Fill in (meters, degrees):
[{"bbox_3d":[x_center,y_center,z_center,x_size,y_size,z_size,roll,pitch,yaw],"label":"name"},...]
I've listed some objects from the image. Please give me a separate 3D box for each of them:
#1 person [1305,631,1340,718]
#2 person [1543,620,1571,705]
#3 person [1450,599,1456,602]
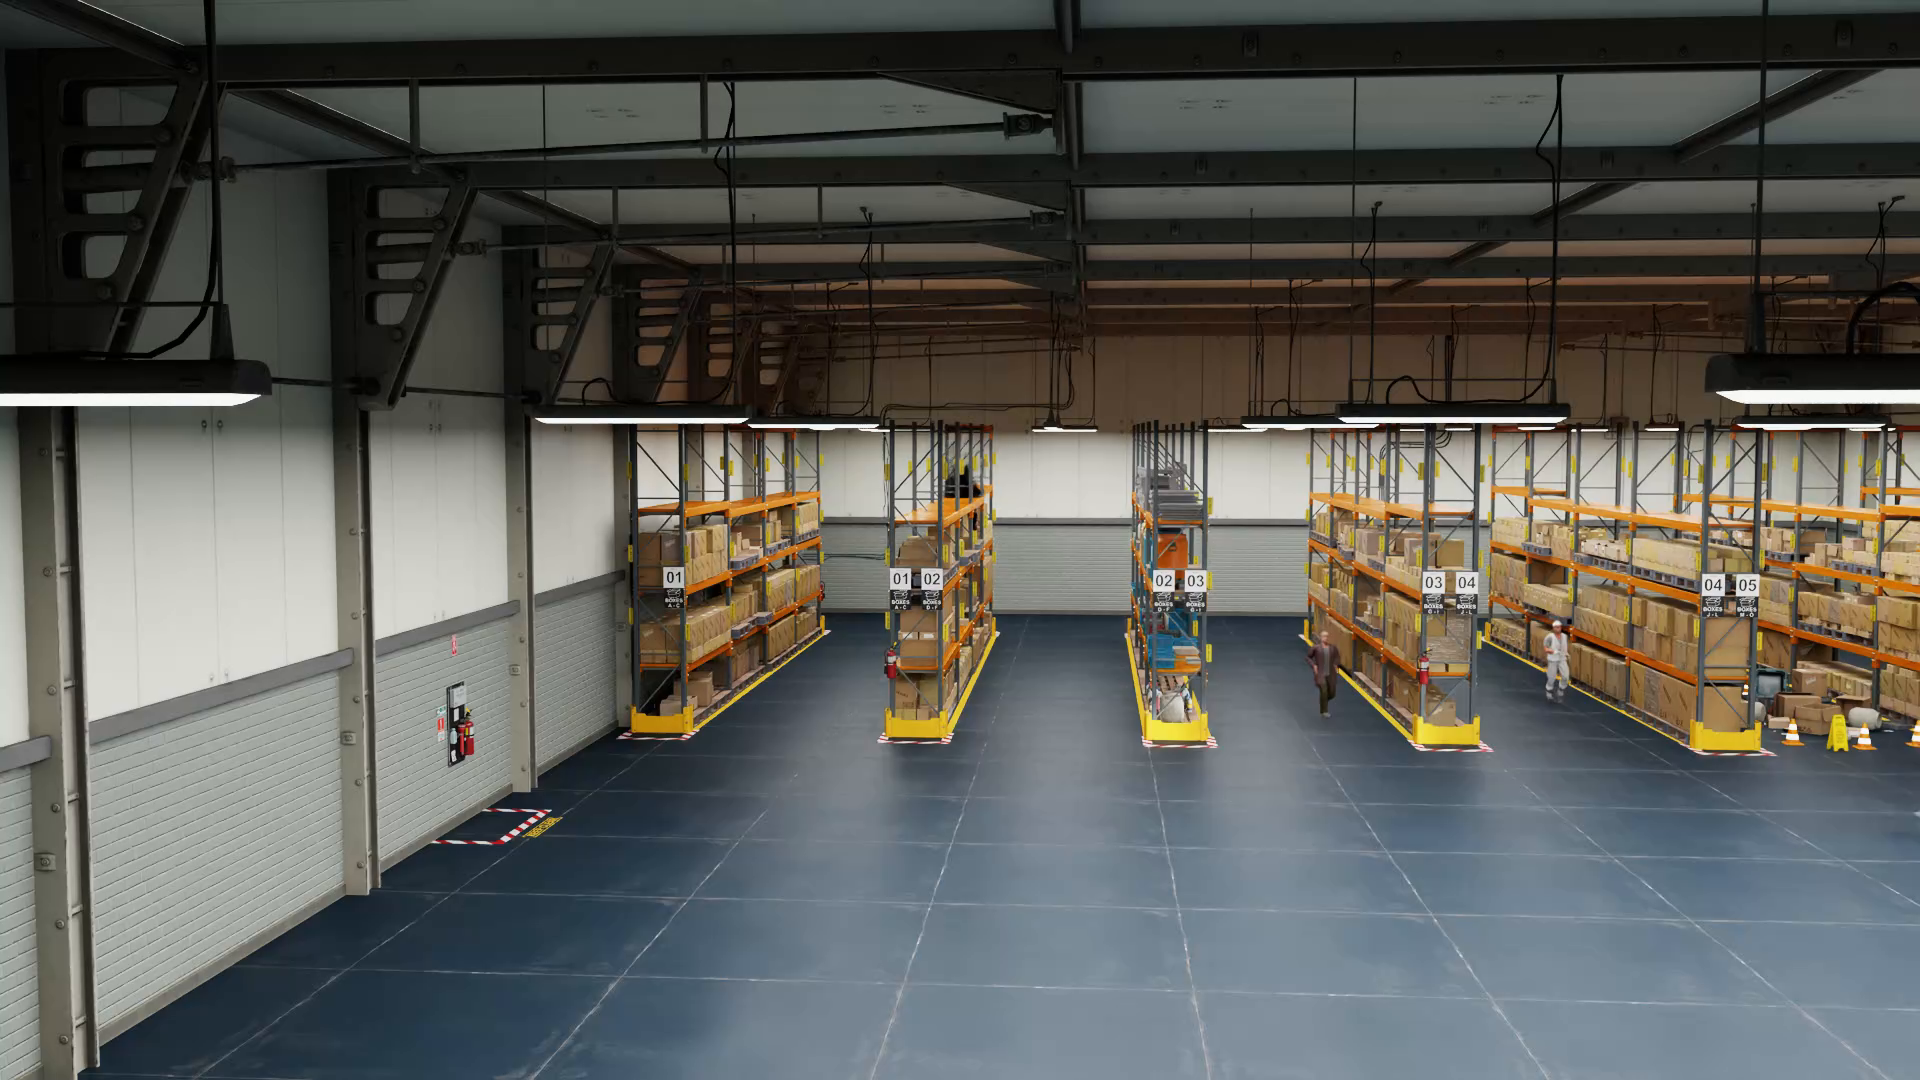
[{"bbox_3d":[7.387,2.717,33.784,0.713,1.730,0.754,0,4,-6],"label":"person"},{"bbox_3d":[12.684,2.599,35.280,0.641,1.796,0.805,0,4,-1],"label":"person"},{"bbox_3d":[13.268,2.071,44.642,0.581,1.732,0.783,1,4,12],"label":"person"}]
